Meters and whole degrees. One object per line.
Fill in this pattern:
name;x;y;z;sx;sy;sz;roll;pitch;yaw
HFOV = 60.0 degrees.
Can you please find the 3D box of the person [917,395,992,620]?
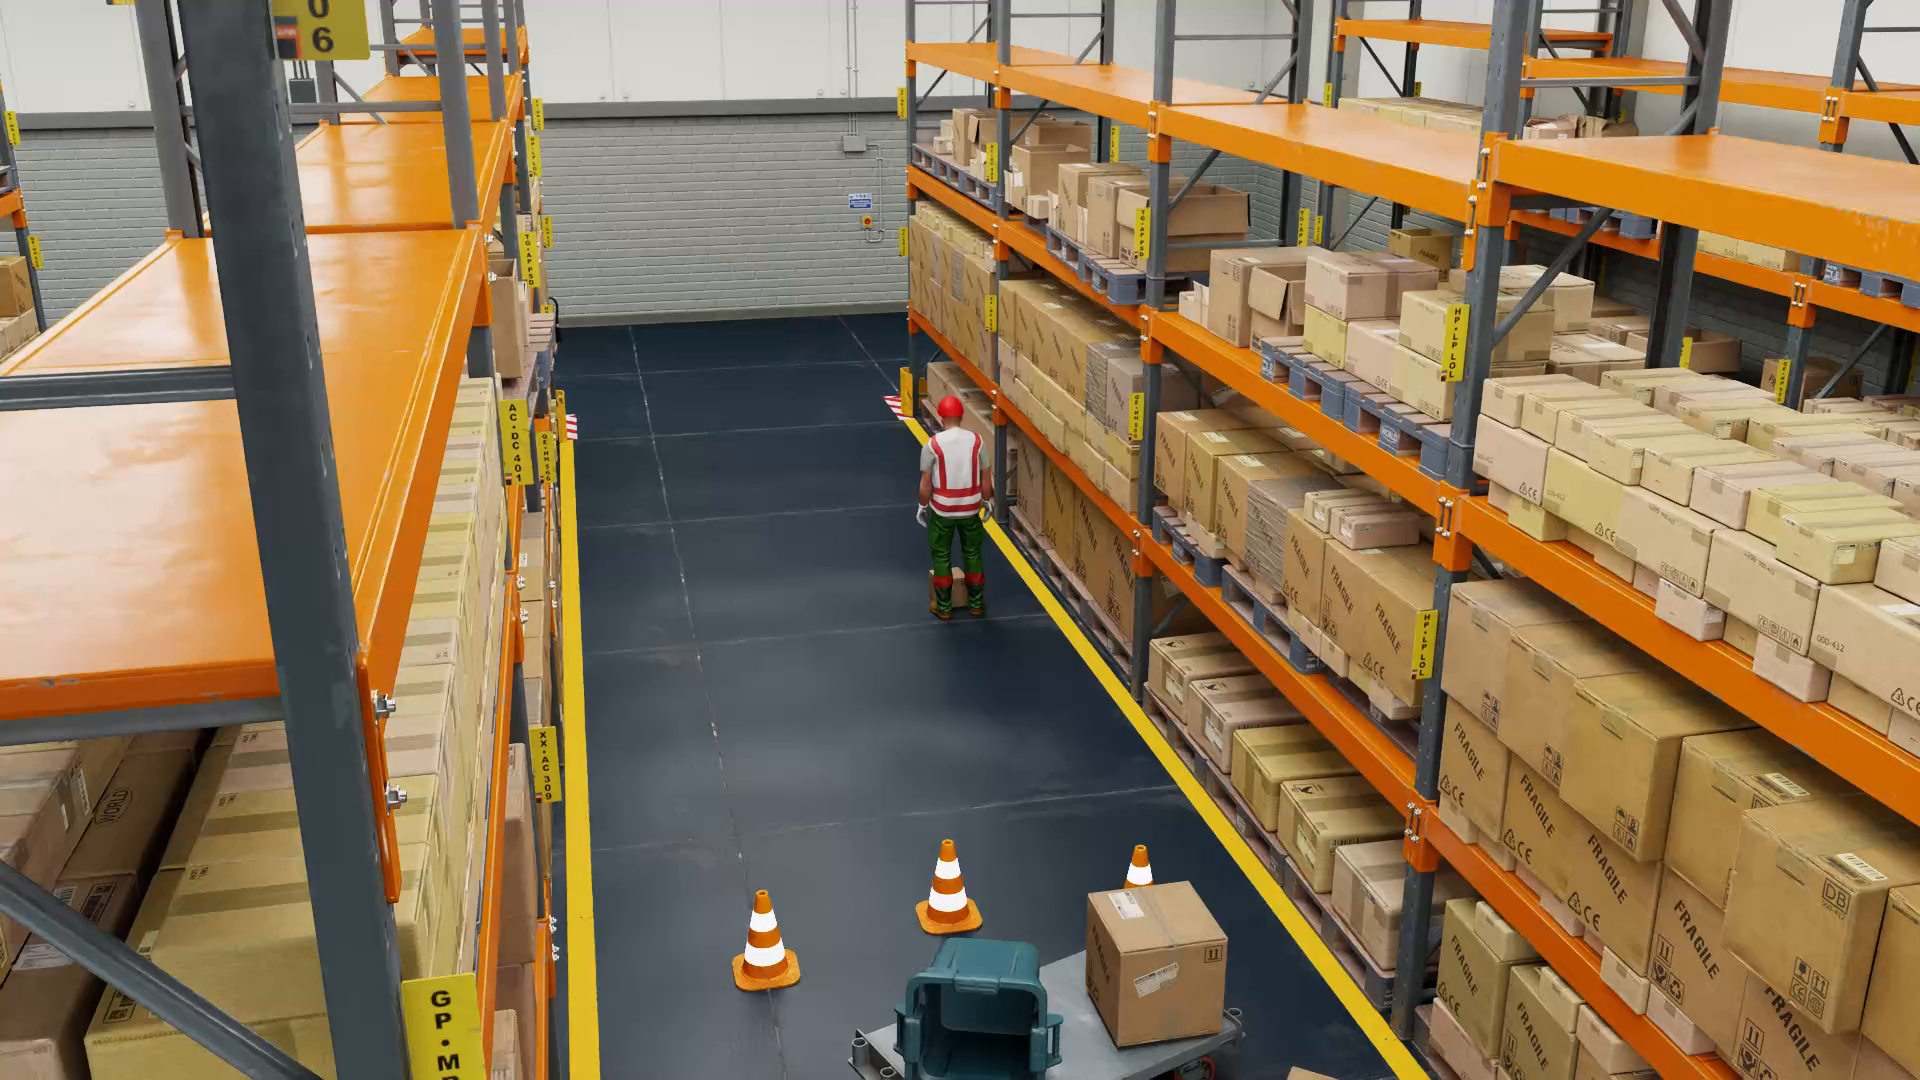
person;-0.039;-0.254;13.087;0.609;1.779;0.449;-4;20;-12
